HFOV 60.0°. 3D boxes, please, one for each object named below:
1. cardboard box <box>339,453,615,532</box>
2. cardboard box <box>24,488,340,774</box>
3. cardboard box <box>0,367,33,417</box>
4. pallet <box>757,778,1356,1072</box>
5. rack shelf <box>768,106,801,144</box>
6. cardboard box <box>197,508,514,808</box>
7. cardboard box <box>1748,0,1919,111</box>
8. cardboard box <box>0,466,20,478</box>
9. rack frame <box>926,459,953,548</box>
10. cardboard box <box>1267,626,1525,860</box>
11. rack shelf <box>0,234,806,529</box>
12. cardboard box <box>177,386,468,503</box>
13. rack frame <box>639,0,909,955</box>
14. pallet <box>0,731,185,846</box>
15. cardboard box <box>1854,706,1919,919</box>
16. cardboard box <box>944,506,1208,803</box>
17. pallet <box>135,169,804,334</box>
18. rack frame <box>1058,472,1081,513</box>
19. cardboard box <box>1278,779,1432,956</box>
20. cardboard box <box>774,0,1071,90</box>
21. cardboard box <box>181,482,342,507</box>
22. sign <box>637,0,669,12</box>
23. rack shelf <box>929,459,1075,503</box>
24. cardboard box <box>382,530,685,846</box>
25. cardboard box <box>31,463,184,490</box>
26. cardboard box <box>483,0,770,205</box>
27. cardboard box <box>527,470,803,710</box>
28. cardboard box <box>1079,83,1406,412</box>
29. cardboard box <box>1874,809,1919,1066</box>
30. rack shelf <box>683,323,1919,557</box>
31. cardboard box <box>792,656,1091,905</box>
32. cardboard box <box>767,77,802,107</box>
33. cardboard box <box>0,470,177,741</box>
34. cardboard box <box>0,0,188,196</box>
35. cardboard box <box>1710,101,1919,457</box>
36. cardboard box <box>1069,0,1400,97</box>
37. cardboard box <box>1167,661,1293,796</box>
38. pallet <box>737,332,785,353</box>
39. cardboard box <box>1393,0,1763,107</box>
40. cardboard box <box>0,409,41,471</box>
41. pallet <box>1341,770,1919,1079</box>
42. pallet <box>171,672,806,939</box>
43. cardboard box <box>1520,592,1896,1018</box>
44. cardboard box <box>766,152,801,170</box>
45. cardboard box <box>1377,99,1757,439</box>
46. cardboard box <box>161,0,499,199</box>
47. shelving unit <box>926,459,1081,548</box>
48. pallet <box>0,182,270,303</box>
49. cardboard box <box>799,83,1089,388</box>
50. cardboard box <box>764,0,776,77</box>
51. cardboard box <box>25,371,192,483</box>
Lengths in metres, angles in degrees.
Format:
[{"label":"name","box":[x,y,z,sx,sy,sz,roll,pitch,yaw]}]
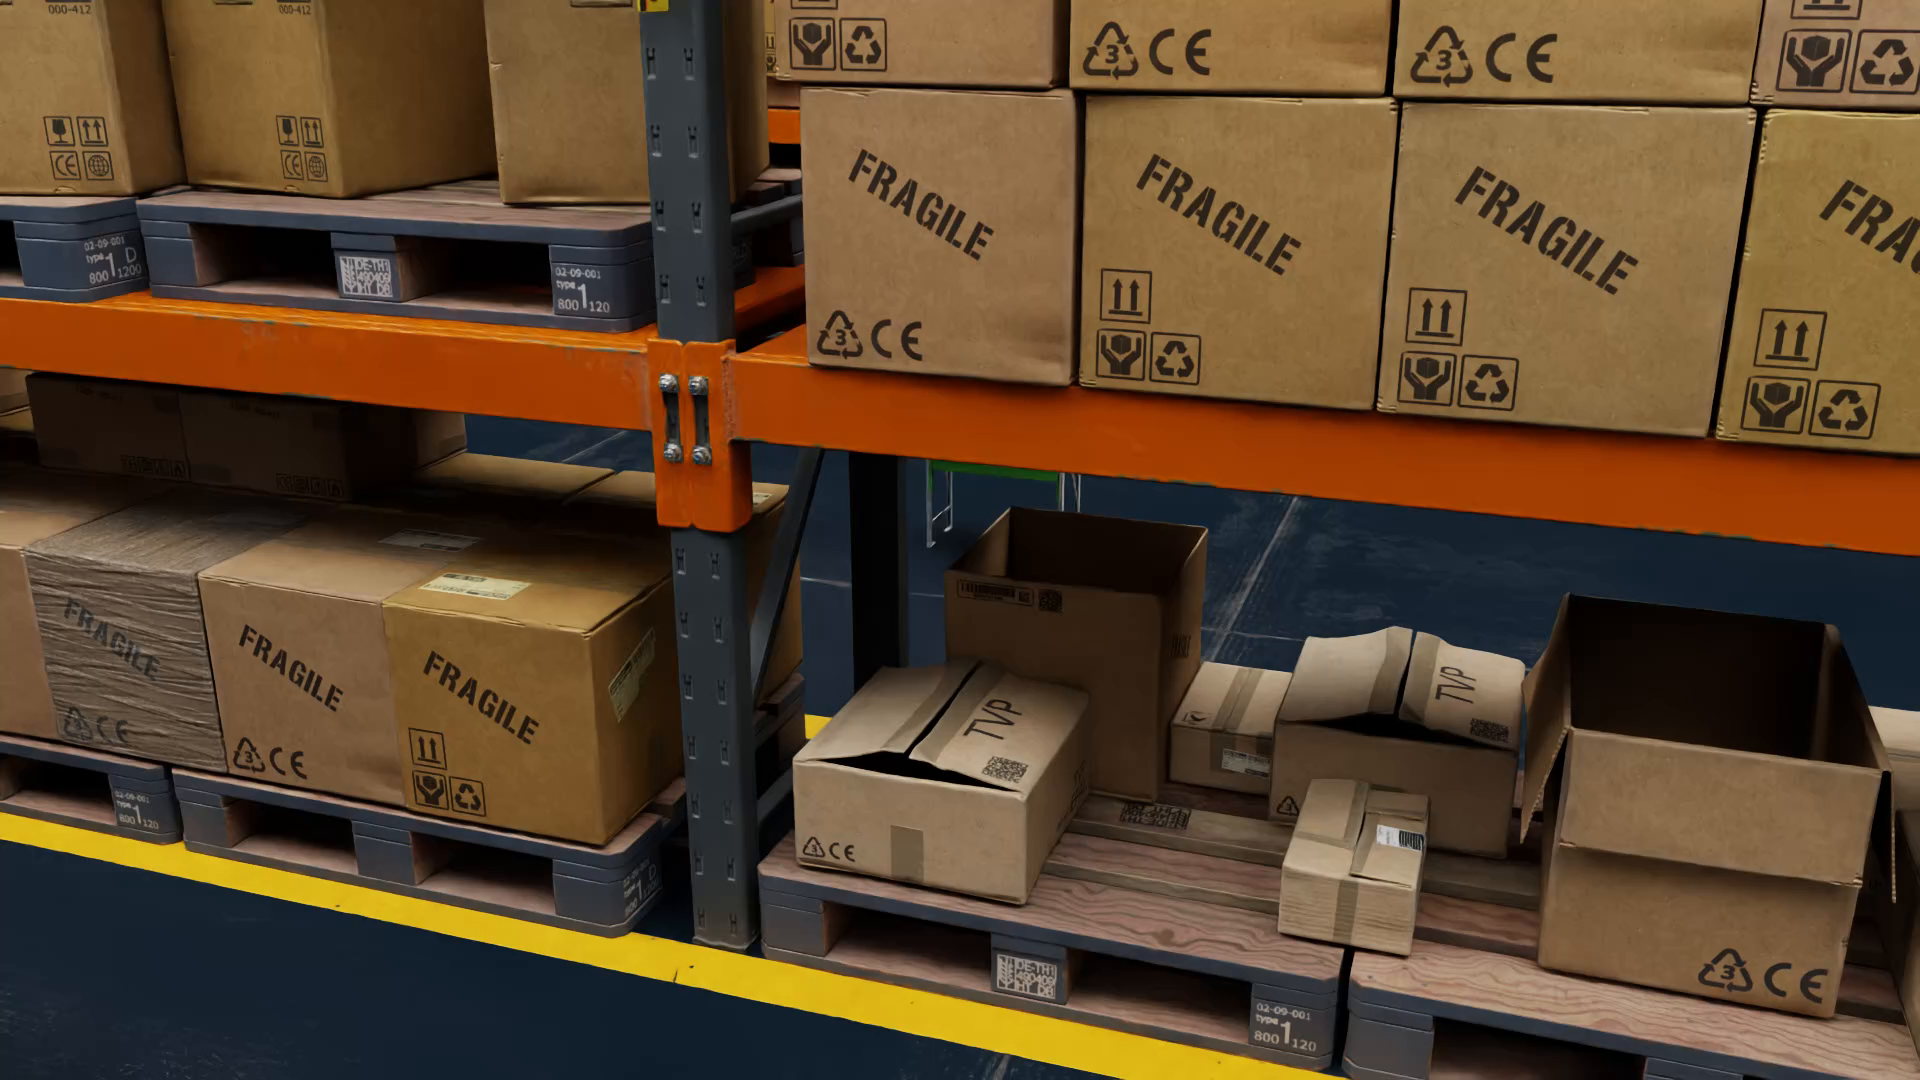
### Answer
[{"label":"cardboard box","box":[-1.236,0.096,4.373,0.500,0.500,0.500,7,20,19]},{"label":"cardboard box","box":[-1.850,0.203,4.065,0.500,0.500,0.500,7,20,19]},{"label":"cardboard box","box":[-3.115,-0.475,4.873,0.500,0.250,0.500,7,21,20]},{"label":"pallet","box":[0.297,0.697,3.757,1.213,0.211,1.003,7,20,18]},{"label":"rack shelf","box":[-0.619,-2.112,8.670,4.000,0.370,1.077,7,20,18]},{"label":"cardboard box","box":[-1.376,0.258,3.909,0.500,0.500,0.500,7,20,18]},{"label":"cardboard box","box":[1.462,-0.909,2.455,0.500,0.500,0.500,7,20,20]},{"label":"cardboard box","box":[-2.825,0.094,4.377,0.500,0.500,0.500,6,20,17]},{"label":"rack frame","box":[-0.074,-0.575,5.903,0.015,1.200,0.240,7,20,18]},{"label":"cardboard box","box":[0.988,0.422,3.726,0.500,0.311,0.500,7,20,18]},{"label":"rack shelf","box":[-2.241,-0.571,4.250,4.000,0.370,1.077,7,20,18]},{"label":"cardboard box","box":[-1.673,-0.312,4.405,0.500,0.250,0.500,7,20,18]},{"label":"rack frame","box":[-0.352,-0.695,3.512,0.127,3.000,1.000,7,20,18]},{"label":"pallet","box":[-2.289,0.415,4.566,1.213,0.211,1.003,7,20,18]},{"label":"cardboard box","box":[2.062,0.573,3.384,0.500,0.250,0.500,7,20,18]},{"label":"cardboard box","box":[0.280,0.251,3.927,0.500,0.500,0.500,7,20,18]},{"label":"pallet","box":[-1.071,-0.724,3.888,1.213,0.211,1.003,7,20,18]},{"label":"rack frame","box":[0.387,-0.522,5.752,0.015,1.200,0.240,7,20,18]},{"label":"cardboard box","box":[0.794,0.638,3.324,0.250,0.166,0.380,7,20,18]},{"label":"cardboard box","box":[0.001,-1.076,2.934,0.500,0.500,0.500,7,20,19]},{"label":"cardboard box","box":[-1.706,0.039,4.535,0.500,0.500,0.500,7,20,19]},{"label":"sign","box":[-0.530,-1.068,2.825,0.005,0.325,0.100,7,20,18]},{"label":"rack shelf","box":[0.156,-0.262,5.927,0.480,0.148,0.258,7,20,18]},{"label":"cardboard box","box":[-0.912,0.314,3.748,0.500,0.500,0.500,6,20,18]},{"label":"cardboard box","box":[-2.183,-0.015,4.692,0.500,0.500,0.500,6,20,16]},{"label":"cardboard box","box":[-0.726,-1.061,3.773,0.500,0.500,0.700,0,19,0]},{"label":"cardboard box","box":[-0.729,0.150,4.218,0.500,0.500,0.500,6,20,16]},{"label":"cardboard box","box":[0.525,-0.548,2.939,0.500,0.500,0.500,7,20,19]},{"label":"cardboard box","box":[1.945,0.734,2.922,0.500,0.250,0.500,7,20,18]},{"label":"rack shelf","box":[1.538,-0.139,3.010,4.000,0.370,1.077,7,20,18]},{"label":"cardboard box","box":[-0.026,0.480,3.559,0.500,0.311,0.500,7,20,18]},{"label":"cardboard box","box":[-0.820,-2.288,8.435,0.250,0.149,0.380,7,20,18]},{"label":"cardboard box","box":[-2.331,0.149,4.220,0.500,0.500,0.500,6,20,16]},{"label":"cardboard box","box":[-2.041,-1.112,3.919,0.500,0.500,0.700,1,19,4]},{"label":"cardboard box","box":[1.478,-0.439,2.625,0.500,0.500,0.500,6,20,17]},{"label":"cardboard box","box":[0.489,-1.020,2.774,0.500,0.500,0.500,6,20,16]},{"label":"cardboard box","box":[0.654,0.439,3.922,0.250,0.149,0.380,7,20,18]},{"label":"pallet","box":[-0.639,-1.110,8.939,1.213,0.211,1.003,7,20,18]},{"label":"cardboard box","box":[0.974,-0.964,2.615,0.500,0.500,0.500,6,20,16]},{"label":"cardboard box","box":[-2.681,-0.070,4.849,0.500,0.500,0.500,6,20,16]},{"label":"pallet","box":[1.453,0.828,3.381,1.213,0.211,1.003,7,20,18]},{"label":"pallet","box":[-1.132,0.546,4.189,1.213,0.211,1.003,7,20,18]},{"label":"cardboard box","box":[1.425,0.478,3.273,0.637,0.503,0.797,7,20,18]},{"label":"cardboard box","box":[-1.031,-1.634,8.834,0.750,0.750,0.750,6,20,18]},{"label":"cardboard box","box":[0.997,-0.493,2.782,0.500,0.500,0.500,6,20,18]},{"label":"cardboard box","box":[-1.396,-1.115,3.929,0.500,0.500,0.700,10,22,27]},{"label":"shelving unit","box":[0.156,-0.549,5.827,0.503,1.200,0.258,7,20,18]},{"label":"pallet","box":[-2.292,-0.827,4.184,1.213,0.211,1.003,7,20,18]},{"label":"cardboard box","box":[0.040,-0.602,3.094,0.500,0.500,0.500,7,20,19]},{"label":"cardboard box","box":[-0.679,-2.565,8.244,0.500,0.500,0.500,7,20,20]},{"label":"cardboard box","box":[-2.147,-0.366,4.560,0.500,0.250,0.500,6,20,17]}]
